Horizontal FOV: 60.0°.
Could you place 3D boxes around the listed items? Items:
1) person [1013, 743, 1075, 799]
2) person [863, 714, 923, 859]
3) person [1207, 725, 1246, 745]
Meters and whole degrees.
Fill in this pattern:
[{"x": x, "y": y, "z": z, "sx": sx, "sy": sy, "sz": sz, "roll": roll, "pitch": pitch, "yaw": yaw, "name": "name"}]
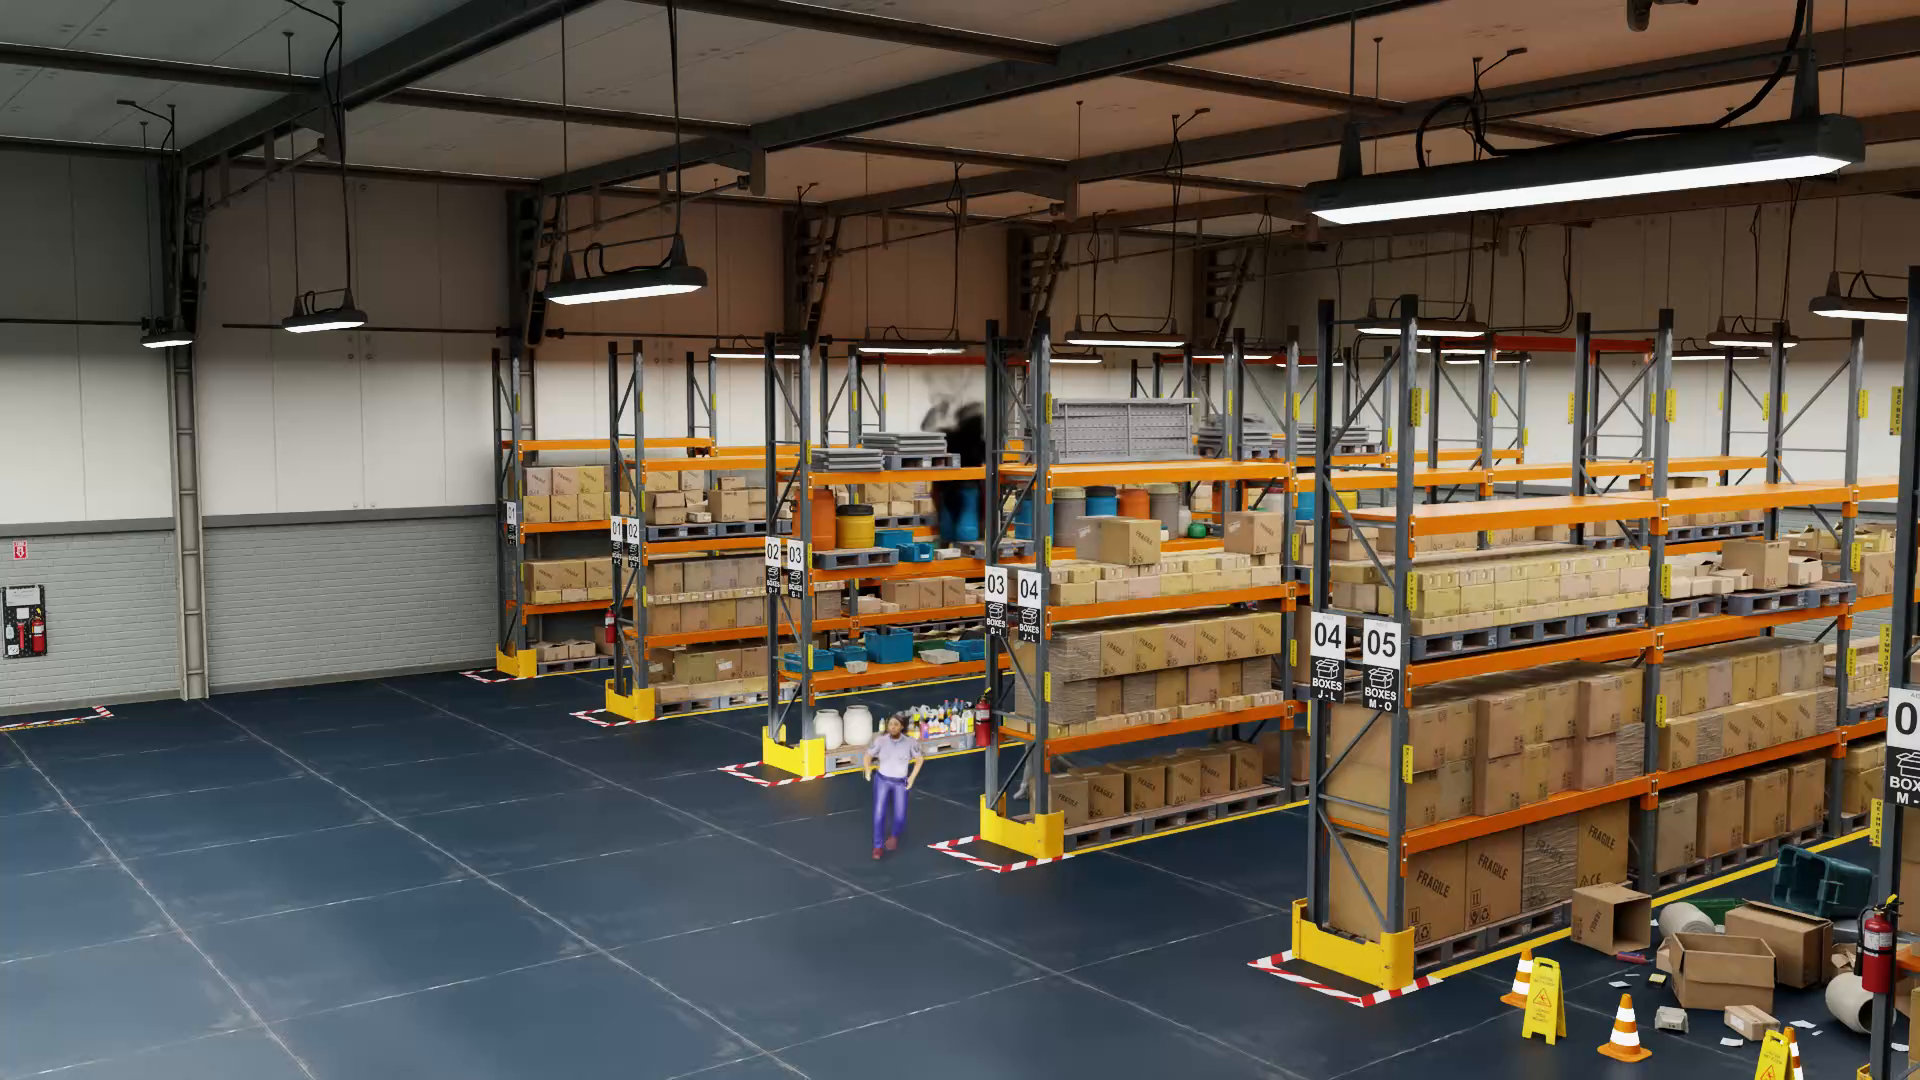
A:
[{"x": 1.081, "y": 2.394, "z": 21.247, "sx": 0.970, "sy": 1.756, "sz": 0.657, "roll": -4, "pitch": 7, "yaw": -40, "name": "person"}, {"x": -0.752, "y": 2.752, "z": 18.531, "sx": 0.665, "sy": 1.616, "sz": 0.531, "roll": 0, "pitch": 5, "yaw": 2, "name": "person"}, {"x": 3.664, "y": 2.353, "z": 22.935, "sx": 0.701, "sy": 1.597, "sz": 0.580, "roll": -4, "pitch": 7, "yaw": -41, "name": "person"}]
